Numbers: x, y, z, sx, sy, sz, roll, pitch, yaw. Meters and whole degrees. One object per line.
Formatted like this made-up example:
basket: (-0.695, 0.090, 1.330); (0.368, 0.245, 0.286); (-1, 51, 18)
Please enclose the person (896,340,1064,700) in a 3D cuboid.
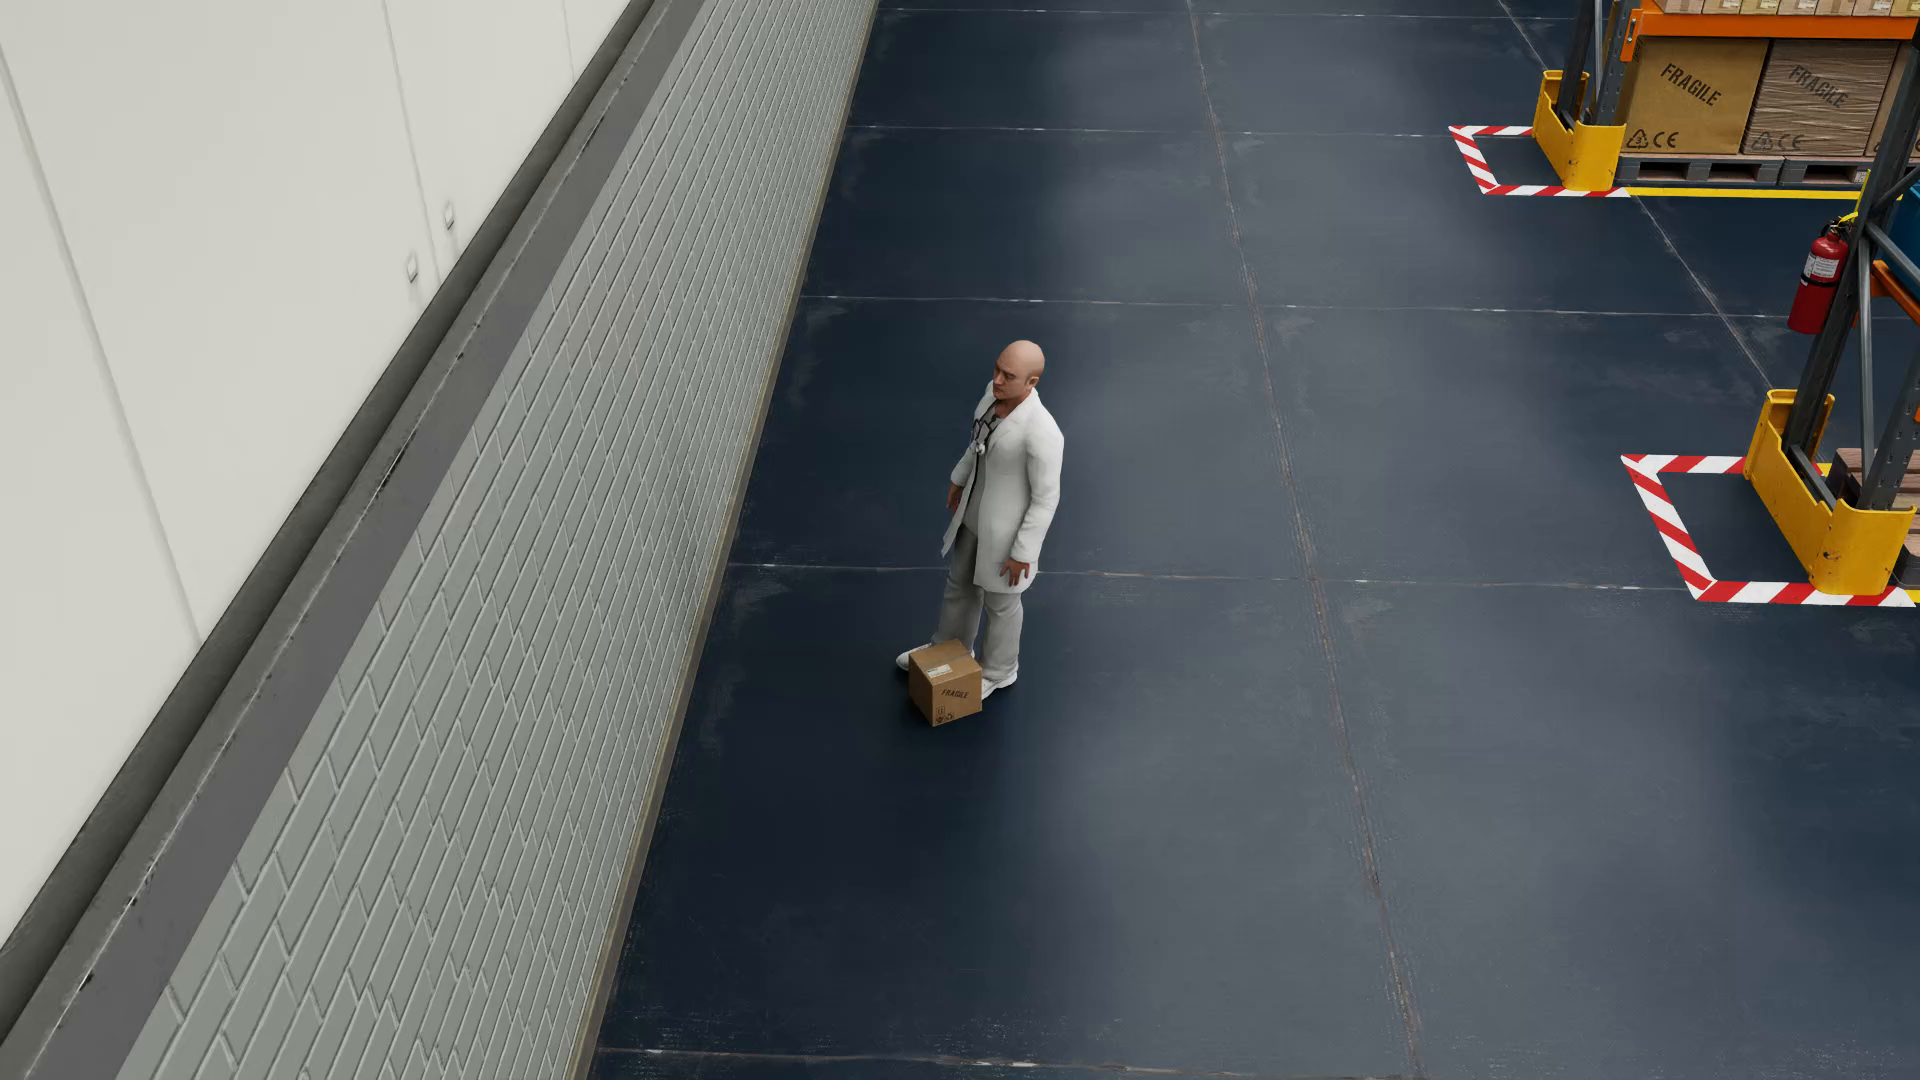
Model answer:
person: (0.085, -0.048, 7.184); (0.579, 1.778, 0.698); (-16, 38, -21)
